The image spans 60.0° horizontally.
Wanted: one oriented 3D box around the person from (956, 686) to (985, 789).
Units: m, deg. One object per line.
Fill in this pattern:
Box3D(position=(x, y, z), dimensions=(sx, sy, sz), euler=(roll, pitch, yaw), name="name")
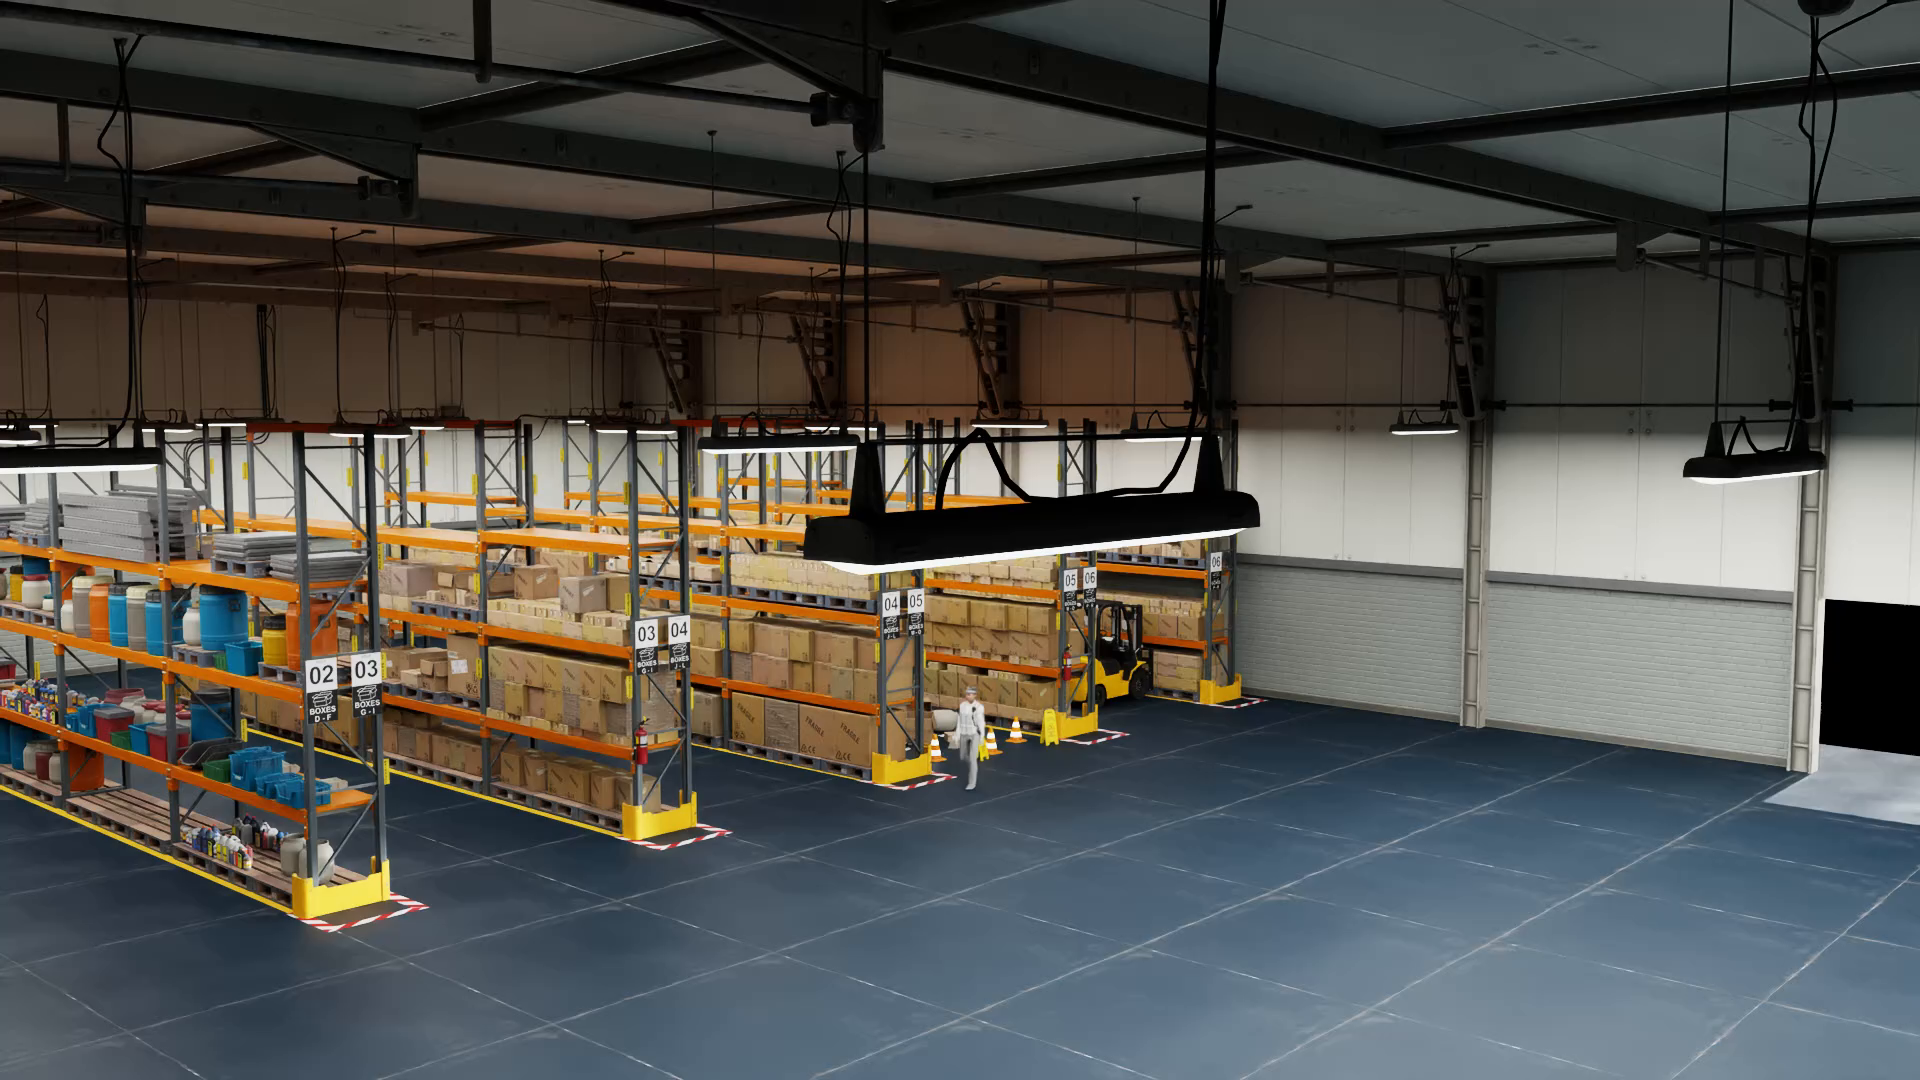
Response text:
Box3D(position=(0.196, 3.242, 27.594), dimensions=(0.469, 1.667, 0.724), euler=(3, 5, 32), name="person")
